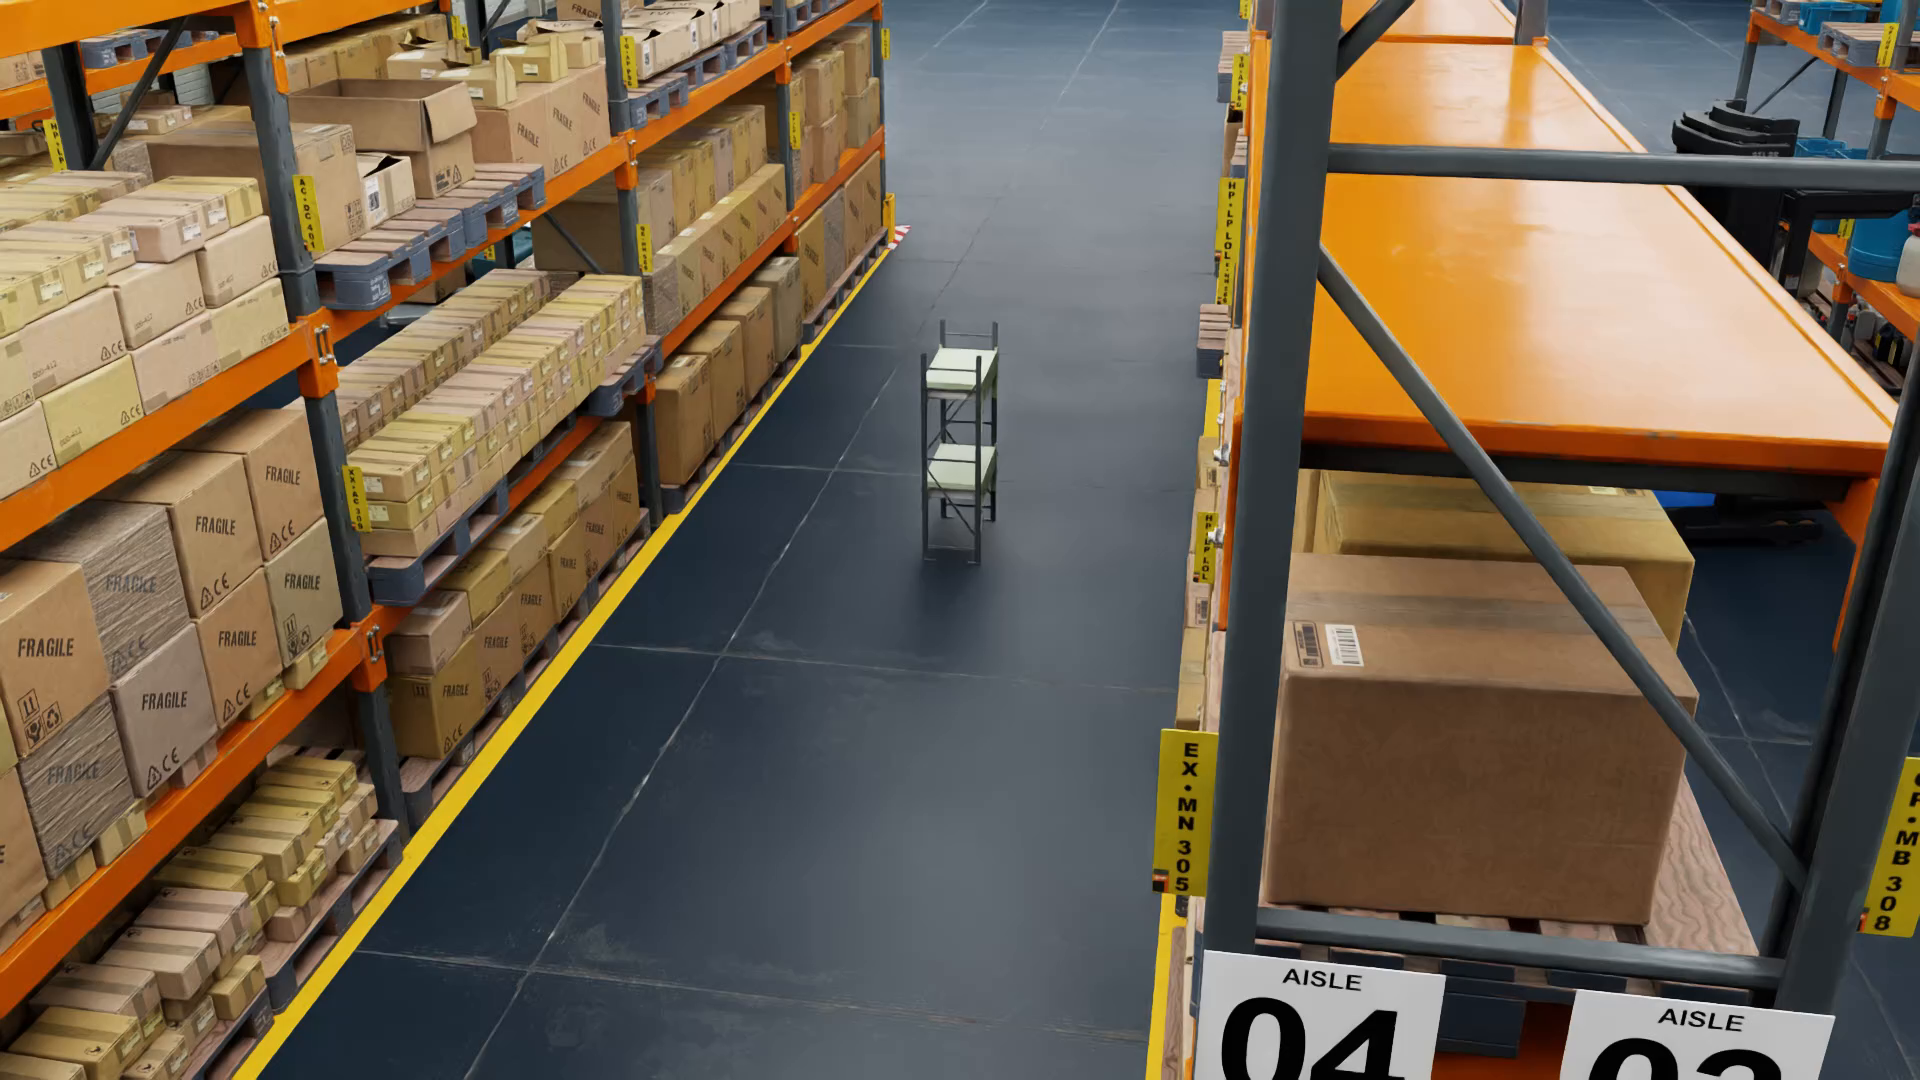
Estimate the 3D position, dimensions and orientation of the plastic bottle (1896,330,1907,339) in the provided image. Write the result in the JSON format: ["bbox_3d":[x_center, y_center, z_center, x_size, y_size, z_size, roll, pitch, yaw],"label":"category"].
[{"bbox_3d":[8.301,-1.757,14.615,0.144,0.351,0.185,5,25,10],"label":"plastic bottle"}]

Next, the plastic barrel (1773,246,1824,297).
[{"bbox_3d":[8.299,-2.695,16.452,0.421,0.512,0.421,0,25,0],"label":"plastic barrel"}]

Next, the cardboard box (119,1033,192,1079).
[{"bbox_3d":[-3.324,2.097,6.642,0.380,0.149,0.250,4,25,9],"label":"cardboard box"}]

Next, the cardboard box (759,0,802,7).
[{"bbox_3d":[-1.609,-4.786,14.626,0.380,0.149,0.250,4,25,8],"label":"cardboard box"}]

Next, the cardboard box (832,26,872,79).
[{"bbox_3d":[-1.449,-5.255,18.032,0.875,0.550,0.550,4,25,9],"label":"cardboard box"}]

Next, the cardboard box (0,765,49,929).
[{"bbox_3d":[-3.464,1.063,5.516,0.500,0.500,0.500,4,25,9],"label":"cardboard box"}]

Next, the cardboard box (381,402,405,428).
[{"bbox_3d":[-3.272,-0.660,9.116,0.380,0.149,0.250,3,25,6],"label":"cardboard box"}]

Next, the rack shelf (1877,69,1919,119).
[{"bbox_3d":[7.432,-2.645,11.216,1.077,0.370,4.000,4,25,9],"label":"rack shelf"}]

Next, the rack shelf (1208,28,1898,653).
[{"bbox_3d":[1.239,-0.819,4.250,1.077,0.370,4.000,4,25,9],"label":"rack shelf"}]

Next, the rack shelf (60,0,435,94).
[{"bbox_3d":[-2.984,-2.878,8.649,1.077,0.370,4.000,4,25,9],"label":"rack shelf"}]

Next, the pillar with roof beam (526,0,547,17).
[{"bbox_3d":[-4.962,-15.212,33.678,9.100,9.000,0.400,4,25,9],"label":"pillar with roof beam"}]

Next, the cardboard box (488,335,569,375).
[{"bbox_3d":[-2.499,-1.073,9.648,0.380,0.149,0.250,5,26,11],"label":"cardboard box"}]

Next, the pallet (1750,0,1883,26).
[{"bbox_3d":[8.181,-5.055,15.740,1.003,0.211,1.213,4,25,9],"label":"pallet"}]

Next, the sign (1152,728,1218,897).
[{"bbox_3d":[0.379,0.460,2.784,0.100,0.325,0.005,4,25,9],"label":"sign"}]

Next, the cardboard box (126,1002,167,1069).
[{"bbox_3d":[-3.417,1.941,6.625,0.380,0.149,0.250,5,26,11],"label":"cardboard box"}]

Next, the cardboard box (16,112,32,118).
[{"bbox_3d":[-11.063,-5.098,19.030,0.500,0.500,0.500,5,26,10],"label":"cardboard box"}]

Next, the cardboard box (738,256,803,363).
[{"bbox_3d":[-2.017,-2.083,14.864,1.050,0.750,0.750,4,25,8],"label":"cardboard box"}]

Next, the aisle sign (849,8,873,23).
[{"bbox_3d":[-1.043,-6.037,18.086,0.394,0.787,0.004,4,25,9],"label":"aisle sign"}]

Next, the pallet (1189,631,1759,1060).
[{"bbox_3d":[1.023,0.598,3.545,1.003,0.211,1.213,4,25,9],"label":"pallet"}]

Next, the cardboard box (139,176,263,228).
[{"bbox_3d":[-3.092,-1.379,6.782,0.380,0.149,0.250,3,25,6],"label":"cardboard box"}]

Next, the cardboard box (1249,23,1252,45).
[{"bbox_3d":[2.050,-2.966,10.346,0.500,0.500,0.500,5,25,10],"label":"cardboard box"}]

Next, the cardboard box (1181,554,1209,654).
[{"bbox_3d":[1.796,0.684,8.806,1.225,0.875,0.875,3,25,7],"label":"cardboard box"}]

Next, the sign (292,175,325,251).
[{"bbox_3d":[-2.775,-1.390,7.077,0.100,0.325,0.005,4,25,9],"label":"sign"}]

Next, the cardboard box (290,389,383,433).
[{"bbox_3d":[-3.308,-0.689,8.827,0.380,0.149,0.250,4,25,8],"label":"cardboard box"}]

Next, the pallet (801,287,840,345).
[{"bbox_3d":[-1.802,-2.227,16.303,1.003,0.211,1.213,4,25,9],"label":"pallet"}]

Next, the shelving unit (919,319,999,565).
[{"bbox_3d":[0.001,-0.682,11.482,0.431,1.500,0.755,4,25,9],"label":"shelving unit"}]

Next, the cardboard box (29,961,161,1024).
[{"bbox_3d":[-3.402,1.814,6.547,0.380,0.149,0.250,4,25,9],"label":"cardboard box"}]

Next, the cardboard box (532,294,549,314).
[{"bbox_3d":[-2.935,-1.527,10.969,0.380,0.149,0.250,5,26,11],"label":"cardboard box"}]

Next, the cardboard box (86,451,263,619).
[{"bbox_3d":[-3.200,-0.033,6.677,0.500,0.500,0.500,3,25,7],"label":"cardboard box"}]

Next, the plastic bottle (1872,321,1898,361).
[{"bbox_3d":[8.158,-1.767,14.636,0.144,0.351,0.185,4,25,9],"label":"plastic bottle"}]

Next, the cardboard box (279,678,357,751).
[{"bbox_3d":[-3.439,0.783,9.036,0.500,0.500,0.500,4,25,8],"label":"cardboard box"}]

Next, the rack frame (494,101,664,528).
[{"bbox_3d":[-2.658,-1.505,11.470,1.000,3.000,0.127,4,25,9],"label":"rack frame"}]

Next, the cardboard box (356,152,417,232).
[{"bbox_3d":[-2.960,-1.693,7.945,0.500,0.311,0.500,4,25,8],"label":"cardboard box"}]

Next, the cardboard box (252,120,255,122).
[{"bbox_3d":[-6.557,-3.823,15.954,0.500,0.500,0.500,4,25,8],"label":"cardboard box"}]

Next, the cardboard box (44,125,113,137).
[{"bbox_3d":[-7.439,-3.257,14.250,0.500,0.500,0.500,4,25,8],"label":"cardboard box"}]

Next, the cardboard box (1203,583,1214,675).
[{"bbox_3d":[1.373,0.295,7.509,0.500,0.500,0.500,4,25,9],"label":"cardboard box"}]

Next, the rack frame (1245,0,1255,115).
[{"bbox_3d":[2.219,-3.836,9.374,1.000,3.000,0.127,4,25,9],"label":"rack frame"}]

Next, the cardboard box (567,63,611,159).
[{"bbox_3d":[-2.500,-2.652,10.265,0.500,0.500,0.500,4,25,9],"label":"cardboard box"}]

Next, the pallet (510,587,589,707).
[{"bbox_3d":[-2.988,0.594,10.276,1.003,0.211,1.213,4,25,9],"label":"pallet"}]

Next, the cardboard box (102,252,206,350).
[{"bbox_3d":[-3.232,-0.921,6.273,0.500,0.250,0.500,3,25,6],"label":"cardboard box"}]

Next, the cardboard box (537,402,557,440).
[{"bbox_3d":[-2.541,-0.693,9.536,0.380,0.149,0.250,3,25,6],"label":"cardboard box"}]

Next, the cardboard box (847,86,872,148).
[{"bbox_3d":[-1.434,-4.528,17.754,0.875,0.550,0.550,4,25,9],"label":"cardboard box"}]

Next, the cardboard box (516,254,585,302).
[{"bbox_3d":[-2.849,-1.757,11.891,0.500,0.500,0.500,4,25,9],"label":"cardboard box"}]

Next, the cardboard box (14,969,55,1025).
[{"bbox_3d":[-3.853,1.782,6.616,0.380,0.149,0.250,4,25,9],"label":"cardboard box"}]

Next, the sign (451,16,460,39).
[{"bbox_3d":[-5.706,-5.772,18.848,0.100,0.325,0.005,4,25,9],"label":"sign"}]

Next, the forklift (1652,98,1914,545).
[{"bbox_3d":[5.655,-1.517,11.577,3.031,2.935,1.130,-2,25,-4],"label":"forklift"}]

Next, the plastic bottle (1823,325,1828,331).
[{"bbox_3d":[7.580,-1.737,14.573,0.144,0.351,0.185,3,25,7],"label":"plastic bottle"}]

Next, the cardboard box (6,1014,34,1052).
[{"bbox_3d":[-3.927,1.909,6.694,0.380,0.149,0.250,4,25,9],"label":"cardboard box"}]

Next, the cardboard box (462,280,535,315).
[{"bbox_3d":[-2.965,-1.558,10.684,0.380,0.149,0.250,3,25,7],"label":"cardboard box"}]

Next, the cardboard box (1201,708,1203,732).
[{"bbox_3d":[1.144,0.874,6.216,0.500,0.250,0.500,4,25,8],"label":"cardboard box"}]

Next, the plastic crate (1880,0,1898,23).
[{"bbox_3d":[8.398,-4.654,14.680,0.392,0.384,0.575,4,25,9],"label":"plastic crate"}]

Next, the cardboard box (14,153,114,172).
[{"bbox_3d":[-7.097,-2.789,13.249,0.500,0.500,0.500,4,25,9],"label":"cardboard box"}]

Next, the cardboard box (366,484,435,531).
[{"bbox_3d":[-2.793,-0.176,8.081,0.380,0.149,0.250,4,25,9],"label":"cardboard box"}]

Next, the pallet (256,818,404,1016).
[{"bbox_3d":[-3.386,1.715,7.882,1.003,0.211,1.213,4,25,9],"label":"pallet"}]

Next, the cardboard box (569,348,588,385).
[{"bbox_3d":[-2.456,-1.047,9.943,0.380,0.149,0.250,4,25,8],"label":"cardboard box"}]

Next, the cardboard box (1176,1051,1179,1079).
[{"bbox_3d":[0.852,1.634,5.062,0.380,0.149,0.250,4,25,9],"label":"cardboard box"}]

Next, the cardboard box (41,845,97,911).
[{"bbox_3d":[-3.384,1.186,6.018,0.380,0.149,0.250,5,26,10],"label":"cardboard box"}]
